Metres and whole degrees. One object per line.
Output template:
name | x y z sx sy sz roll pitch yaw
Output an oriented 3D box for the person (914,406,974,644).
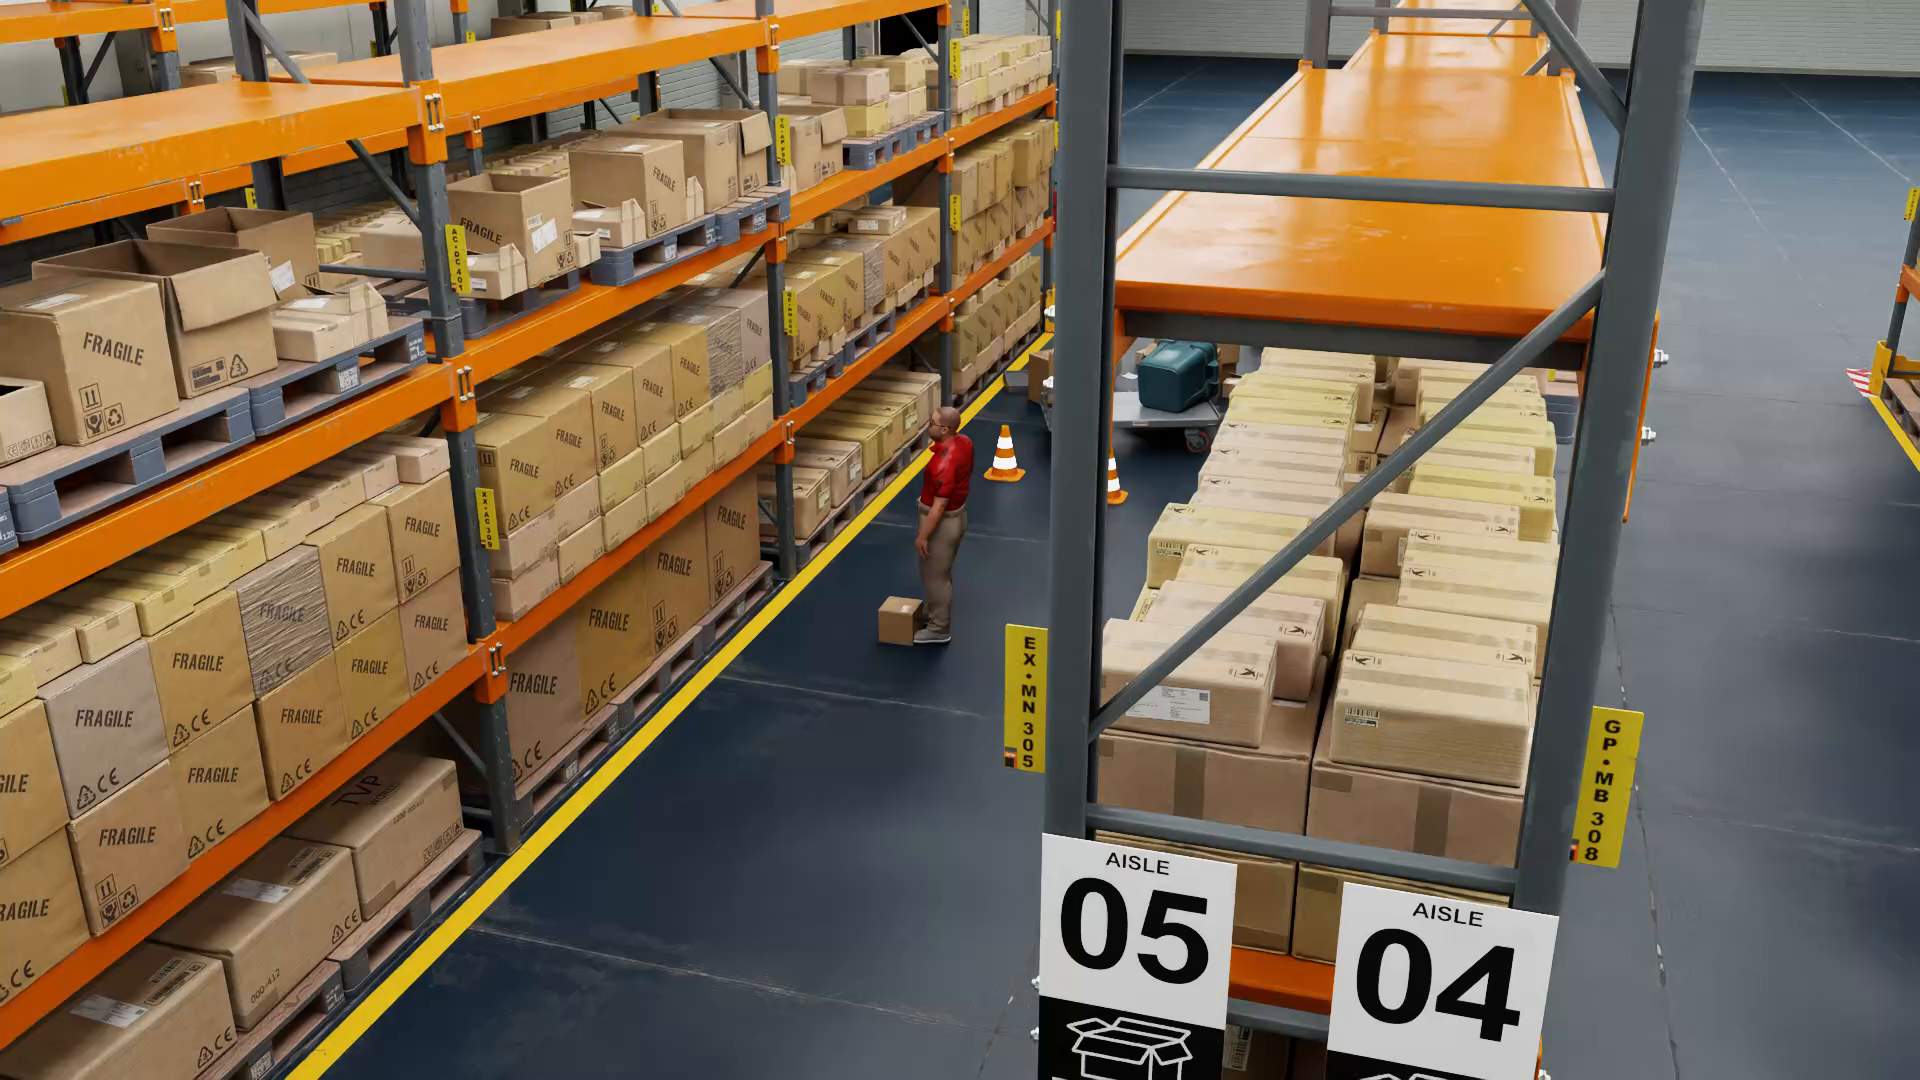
person | -0.213 -0.111 11.395 0.551 1.727 0.640 6 23 16
